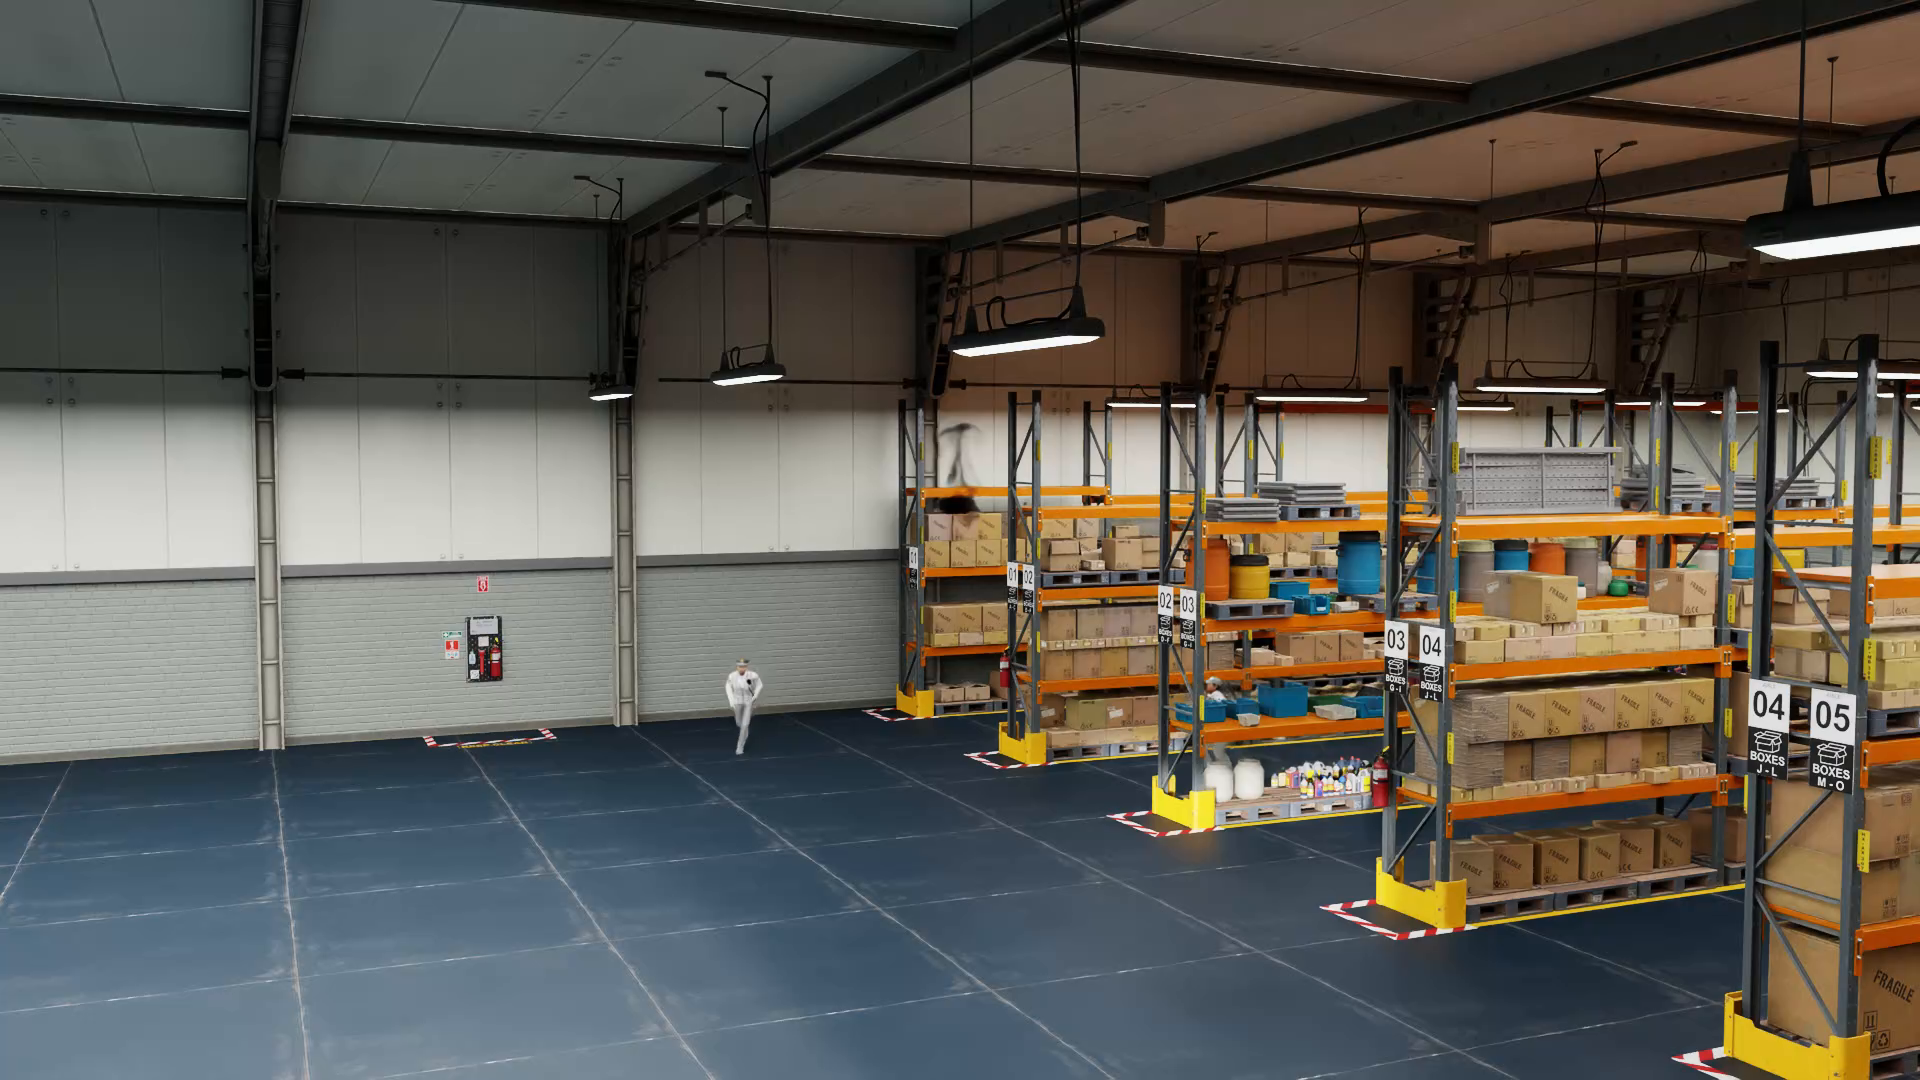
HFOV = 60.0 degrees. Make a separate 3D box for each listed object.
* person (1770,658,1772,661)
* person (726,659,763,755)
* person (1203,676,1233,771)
[{"bbox_3d":[14.285,2.631,29.408,0.663,1.610,0.551,-2,4,-24],"label":"person"},{"bbox_3d":[-3.612,2.759,27.879,0.618,1.621,0.841,0,3,-5],"label":"person"},{"bbox_3d":[3.823,2.889,24.997,0.671,1.691,0.576,-1,3,-17],"label":"person"}]
